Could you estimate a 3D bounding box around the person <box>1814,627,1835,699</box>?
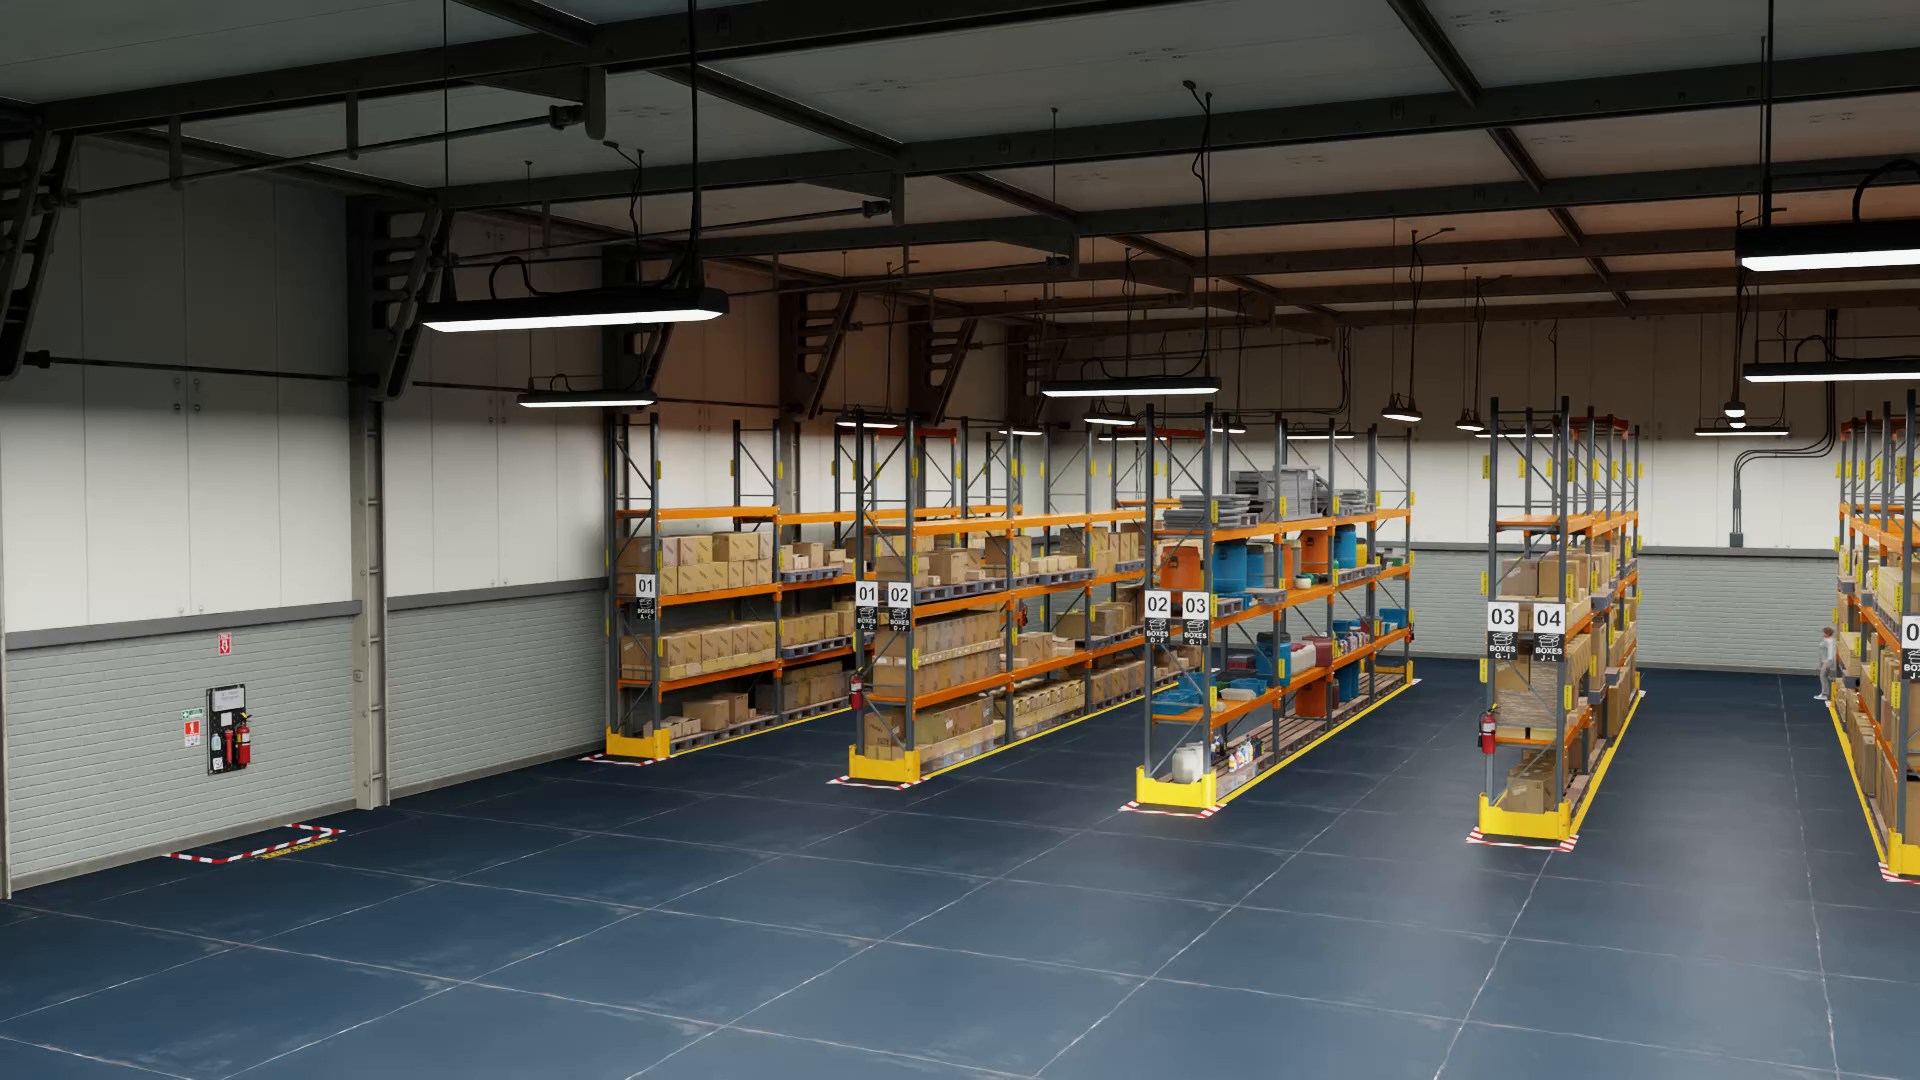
[{"bbox_3d":[18.906,2.675,36.146,0.612,1.584,0.420,0,2,11],"label":"person"}]
